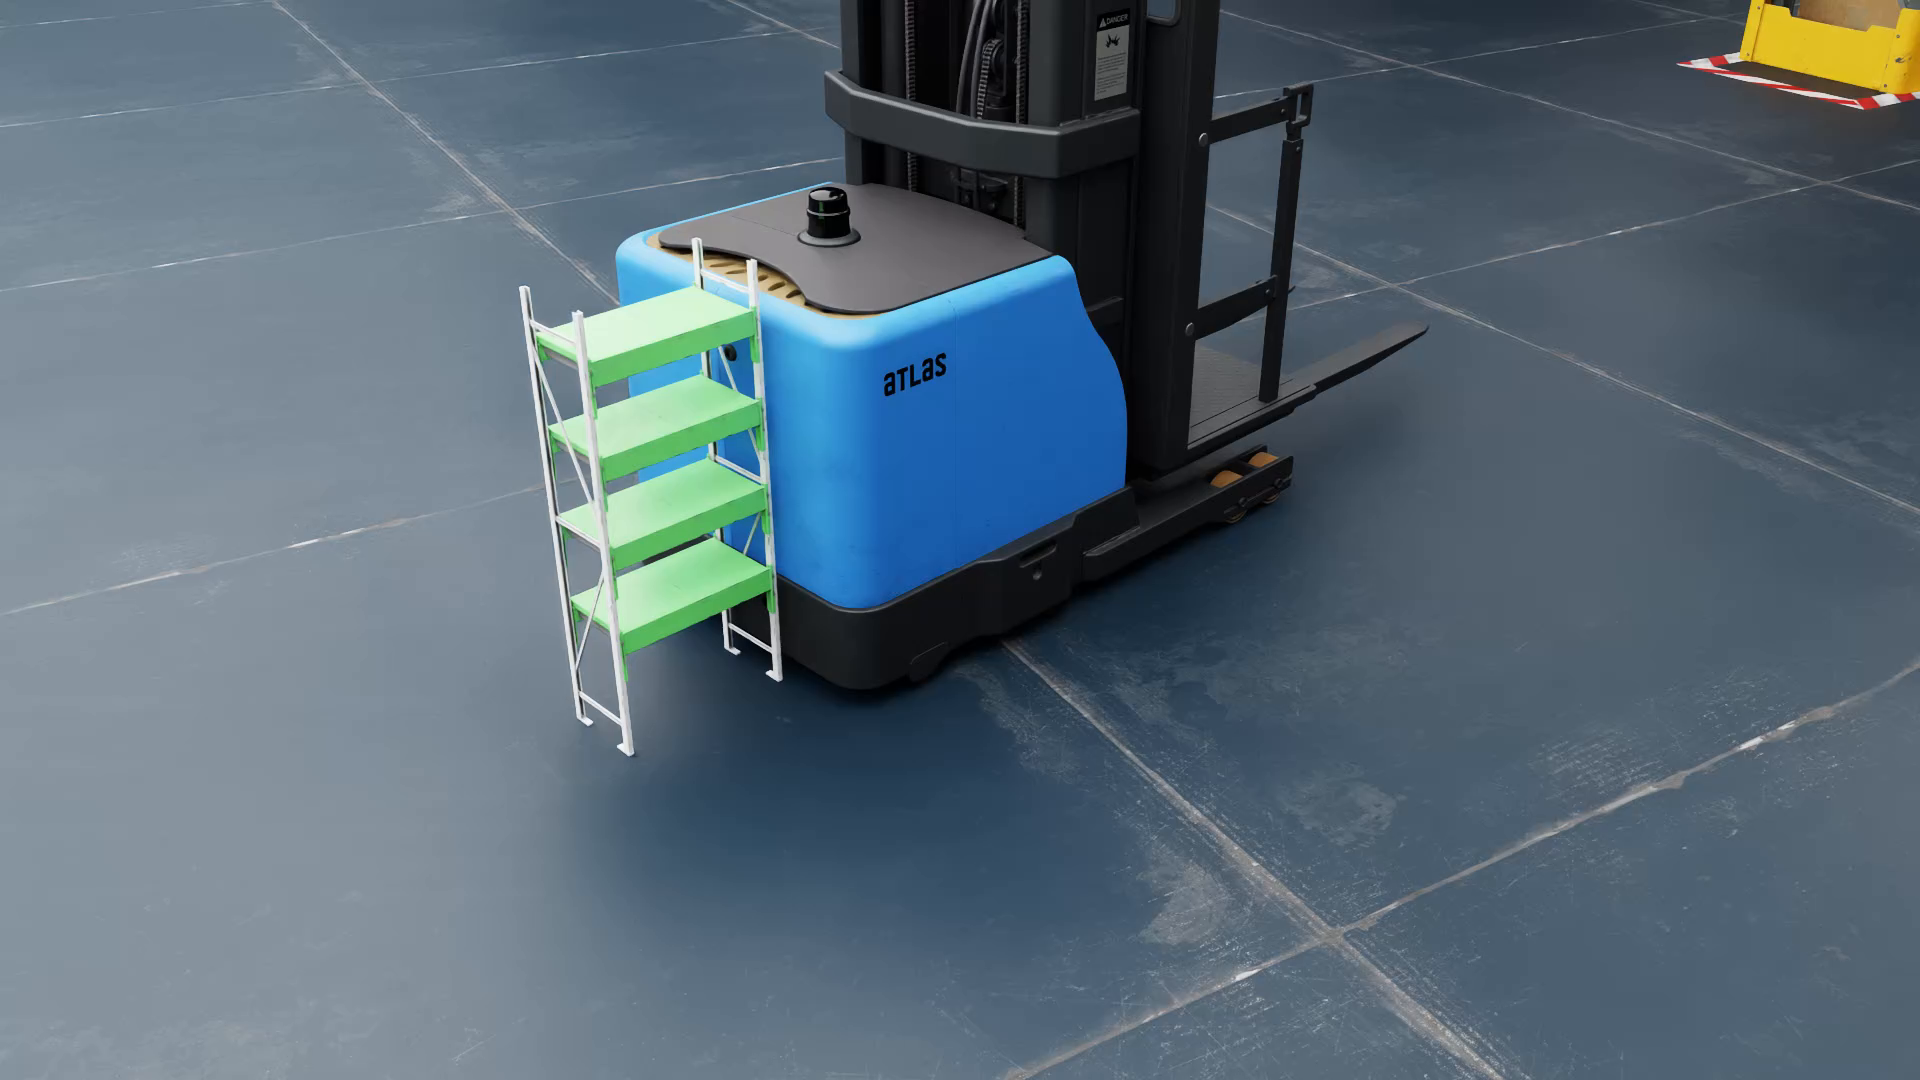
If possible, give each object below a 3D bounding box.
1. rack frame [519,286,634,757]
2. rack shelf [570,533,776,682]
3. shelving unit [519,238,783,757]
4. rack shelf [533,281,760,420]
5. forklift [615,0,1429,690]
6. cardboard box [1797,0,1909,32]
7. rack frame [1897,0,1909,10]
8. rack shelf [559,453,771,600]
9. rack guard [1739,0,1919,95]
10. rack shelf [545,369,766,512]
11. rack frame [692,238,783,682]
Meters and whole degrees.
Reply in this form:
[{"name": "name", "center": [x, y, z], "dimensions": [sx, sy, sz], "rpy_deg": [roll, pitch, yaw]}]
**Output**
[{"name": "rack frame", "center": [-0.923, -0.016, 4.037], "dimensions": [0.015, 1.200, 0.240], "rpy_deg": [-25, 38, -38]}, {"name": "rack shelf", "center": [-0.749, 0.168, 4.333], "dimensions": [0.480, 0.148, 0.258], "rpy_deg": [-25, 38, -38]}, {"name": "shelving unit", "center": [-0.749, -0.098, 4.187], "dimensions": [0.503, 1.200, 0.258], "rpy_deg": [-25, 38, -38]}, {"name": "rack shelf", "center": [-0.749, -0.463, 3.986], "dimensions": [0.480, 0.148, 0.258], "rpy_deg": [-25, 38, -38]}, {"name": "forklift", "center": [0.450, -1.496, 4.928], "dimensions": [3.031, 2.935, 1.130], "rpy_deg": [-25, 38, -38]}, {"name": "cardboard box", "center": [6.168, -3.772, 10.745], "dimensions": [0.875, 0.875, 0.875], "rpy_deg": [-16, 33, -26]}, {"name": "rack frame", "center": [5.615, -4.326, 9.985], "dimensions": [0.053, 2.616, 0.949], "rpy_deg": [-16, 33, -26]}, {"name": "rack shelf", "center": [-0.749, -0.043, 4.218], "dimensions": [0.480, 0.148, 0.258], "rpy_deg": [-25, 38, -38]}, {"name": "rack guard", "center": [5.596, -3.225, 10.576], "dimensions": [0.348, 0.500, 1.175], "rpy_deg": [-16, 33, -26]}, {"name": "rack shelf", "center": [-0.749, -0.253, 4.102], "dimensions": [0.480, 0.148, 0.258], "rpy_deg": [-25, 38, -38]}, {"name": "rack frame", "center": [-0.575, -0.181, 4.336], "dimensions": [0.015, 1.200, 0.240], "rpy_deg": [-25, 38, -38]}]
